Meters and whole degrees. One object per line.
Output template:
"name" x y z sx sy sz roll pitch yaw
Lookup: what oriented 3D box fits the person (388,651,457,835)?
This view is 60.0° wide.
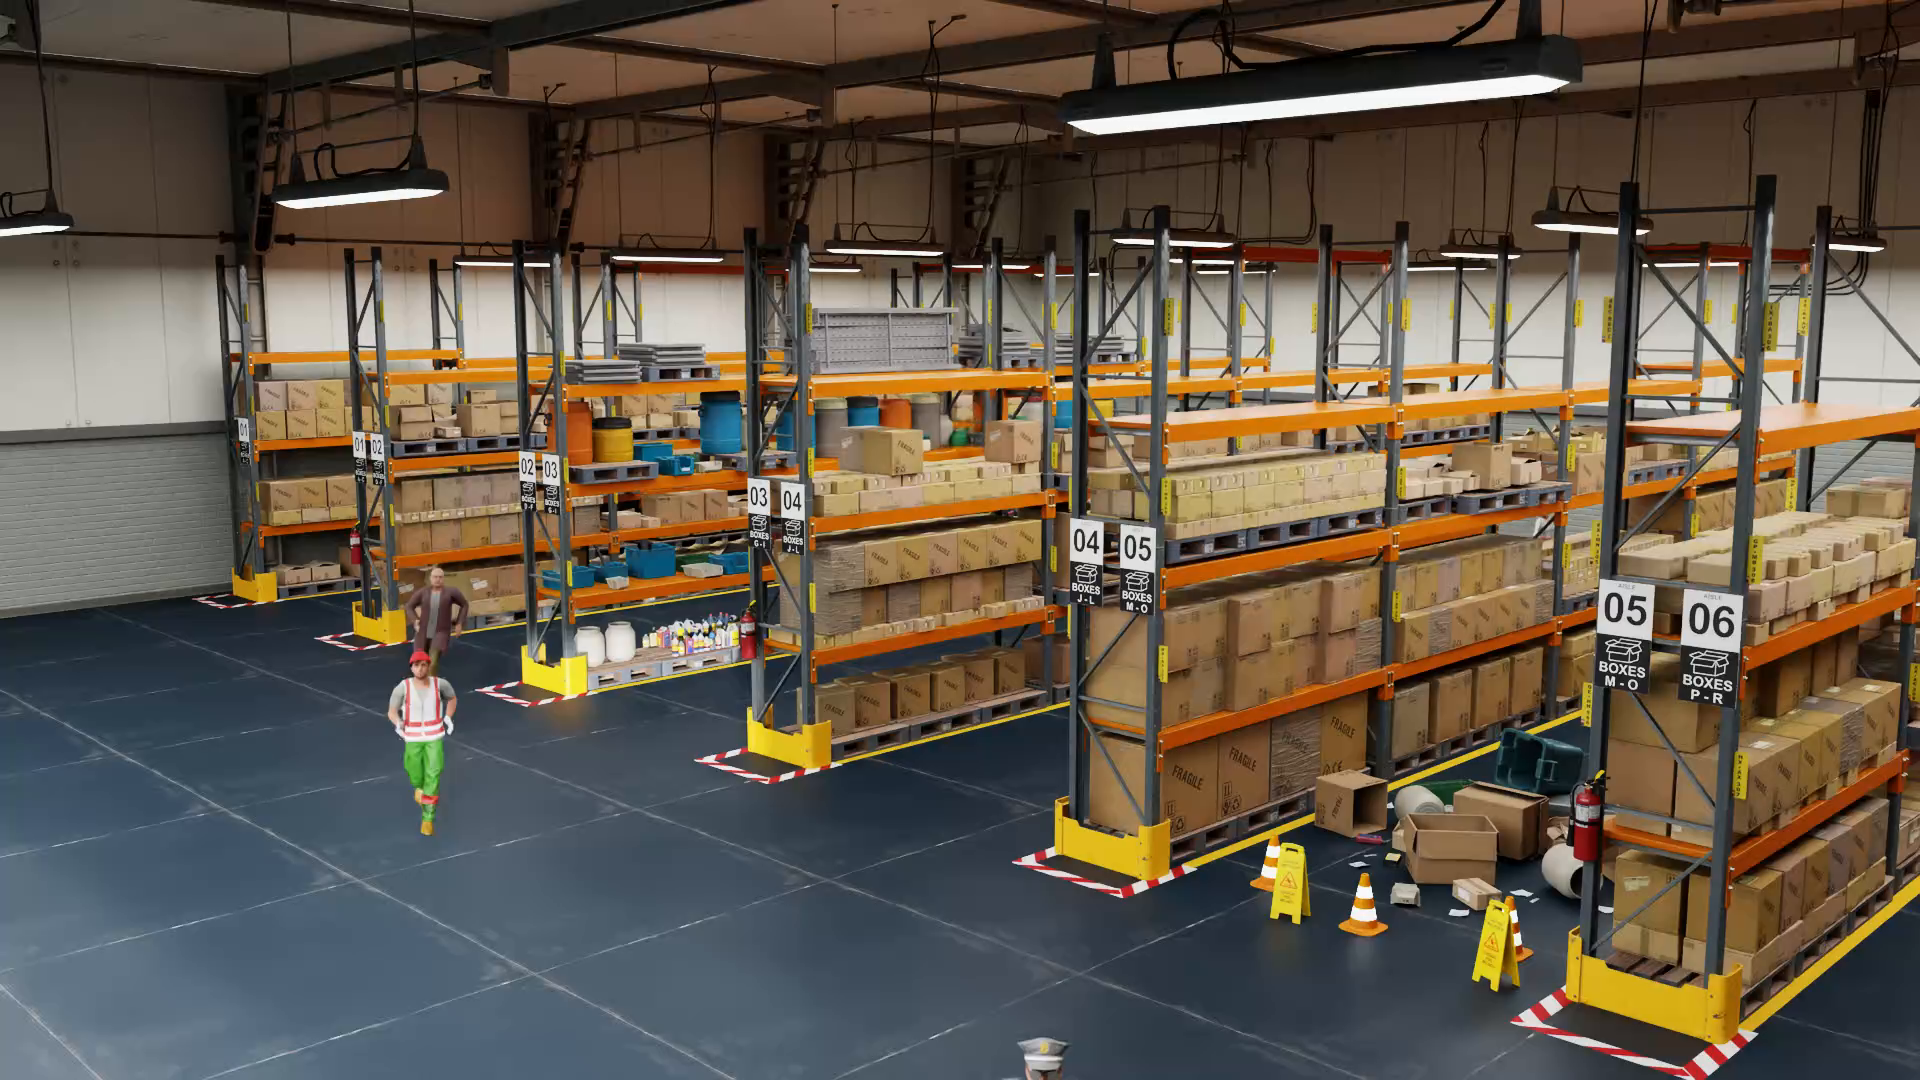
"person" -5.320 1.967 16.521 0.657 1.772 0.869 -3 9 -18

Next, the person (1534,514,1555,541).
"person" 10.547 0.153 29.838 0.540 1.586 0.752 -1 8 -4

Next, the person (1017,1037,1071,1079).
"person" 0.375 3.207 7.810 0.633 1.851 0.770 0 8 -3

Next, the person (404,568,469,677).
"person" -6.808 1.265 21.595 0.766 1.792 0.831 0 8 -2
